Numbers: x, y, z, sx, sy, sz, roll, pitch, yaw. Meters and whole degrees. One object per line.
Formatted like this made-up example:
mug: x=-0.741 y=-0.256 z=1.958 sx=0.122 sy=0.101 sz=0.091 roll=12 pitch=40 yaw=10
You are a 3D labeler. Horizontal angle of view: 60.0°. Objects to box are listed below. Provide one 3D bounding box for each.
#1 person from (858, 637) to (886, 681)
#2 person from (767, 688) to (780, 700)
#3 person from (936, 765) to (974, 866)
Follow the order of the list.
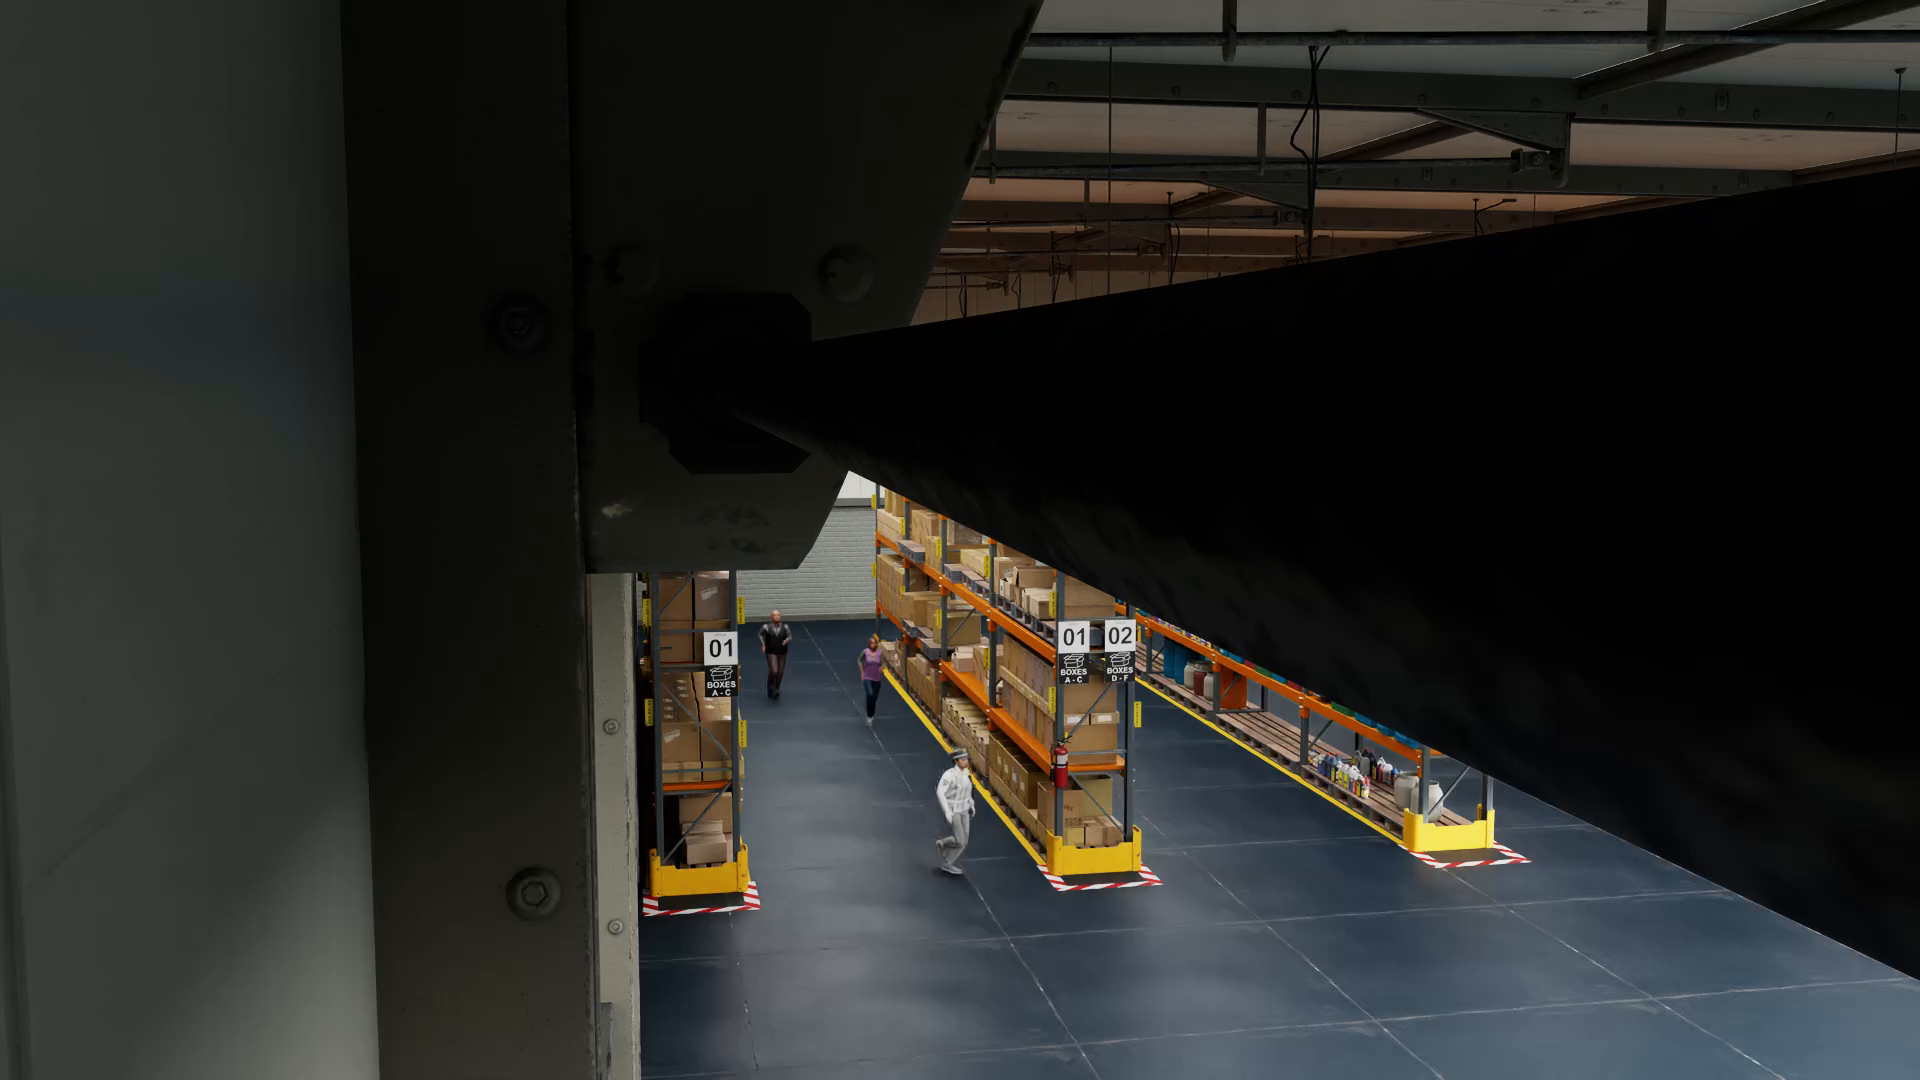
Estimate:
person: x=-1.538 y=2.118 z=29.525 sx=0.454 sy=0.803 sz=0.604 roll=-2 pitch=6 yaw=-17
person: x=-3.607 y=2.877 z=32.081 sx=0.261 sy=0.332 sz=0.409 roll=-2 pitch=6 yaw=-18
person: x=-0.062 y=3.471 z=20.883 sx=0.466 sy=1.322 sz=0.625 roll=5 pitch=8 yaw=42
